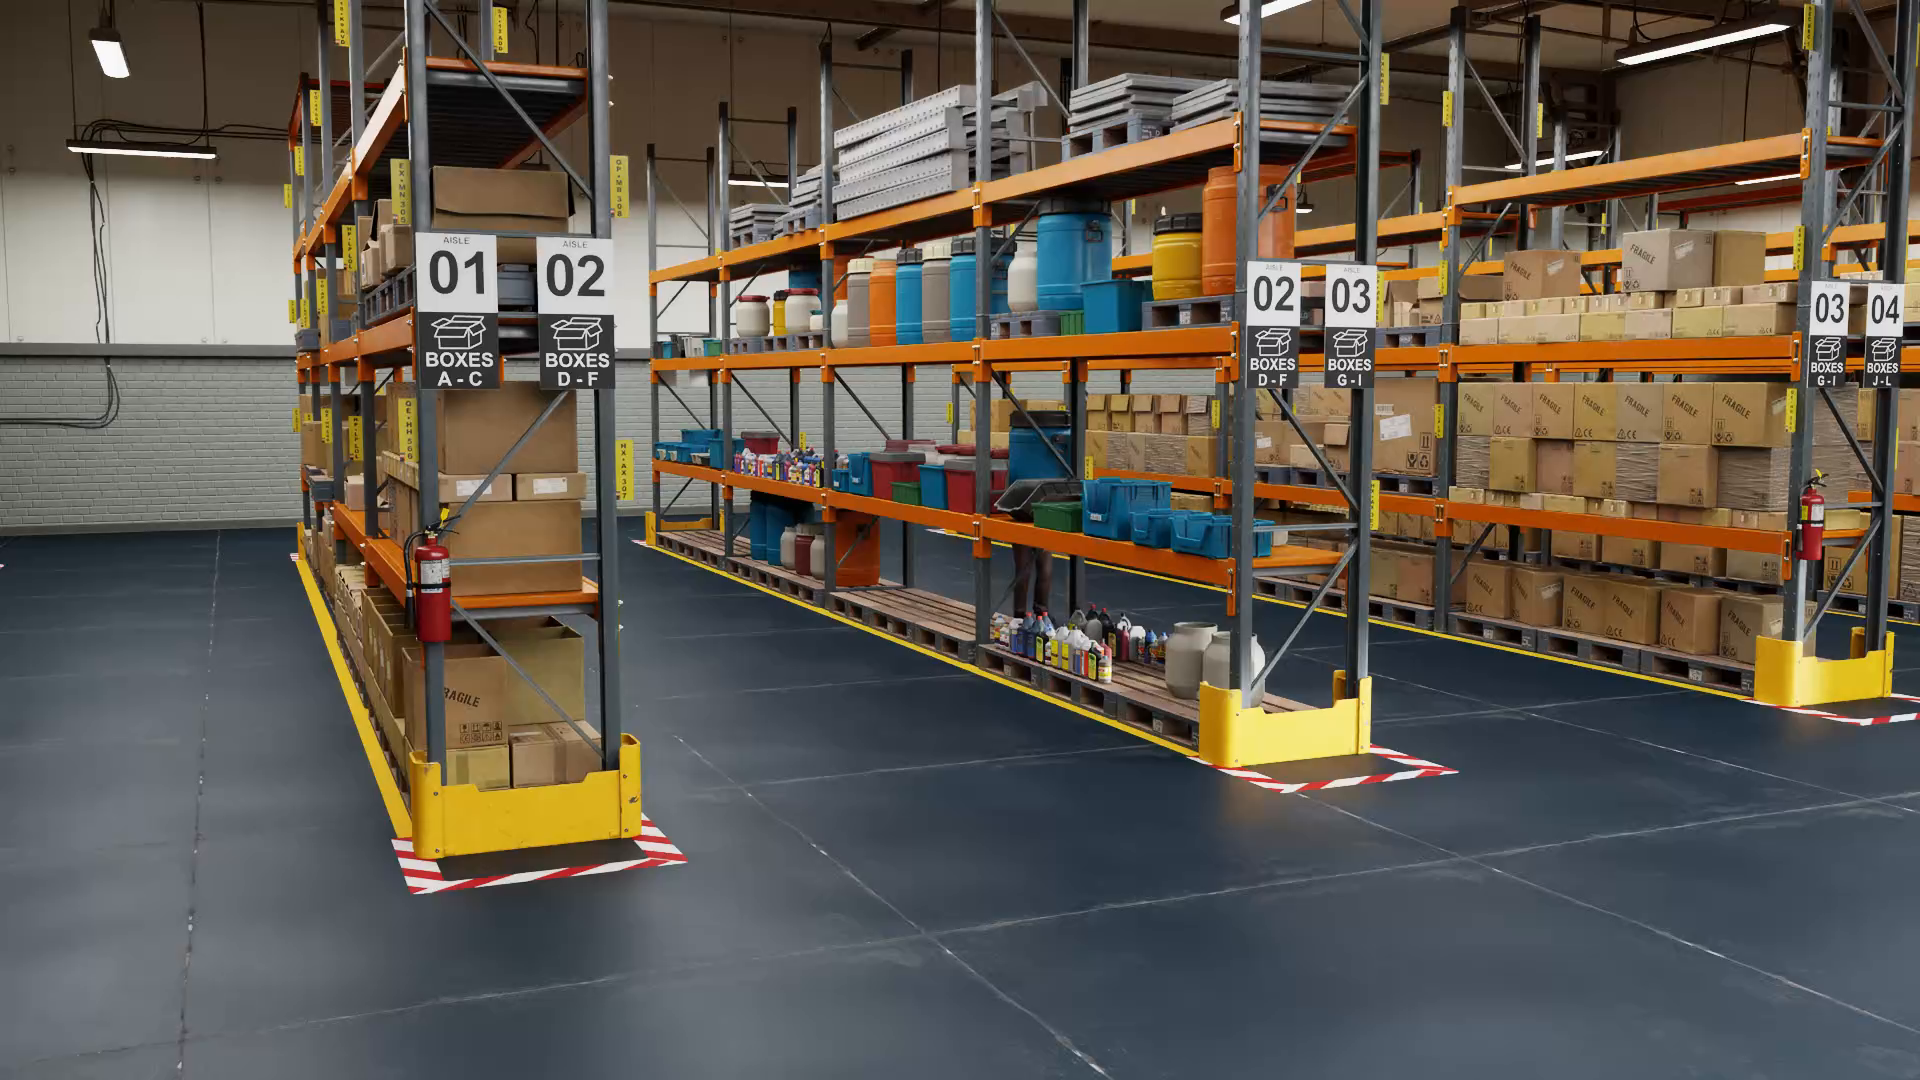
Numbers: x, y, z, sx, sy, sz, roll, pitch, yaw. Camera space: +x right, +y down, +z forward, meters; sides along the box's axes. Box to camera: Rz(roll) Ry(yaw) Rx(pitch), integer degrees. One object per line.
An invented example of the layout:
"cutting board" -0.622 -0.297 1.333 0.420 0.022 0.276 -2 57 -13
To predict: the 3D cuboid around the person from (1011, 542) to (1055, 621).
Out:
"person" 0.790 -0.013 17.042 0.498 1.716 0.538 -2 6 -24
